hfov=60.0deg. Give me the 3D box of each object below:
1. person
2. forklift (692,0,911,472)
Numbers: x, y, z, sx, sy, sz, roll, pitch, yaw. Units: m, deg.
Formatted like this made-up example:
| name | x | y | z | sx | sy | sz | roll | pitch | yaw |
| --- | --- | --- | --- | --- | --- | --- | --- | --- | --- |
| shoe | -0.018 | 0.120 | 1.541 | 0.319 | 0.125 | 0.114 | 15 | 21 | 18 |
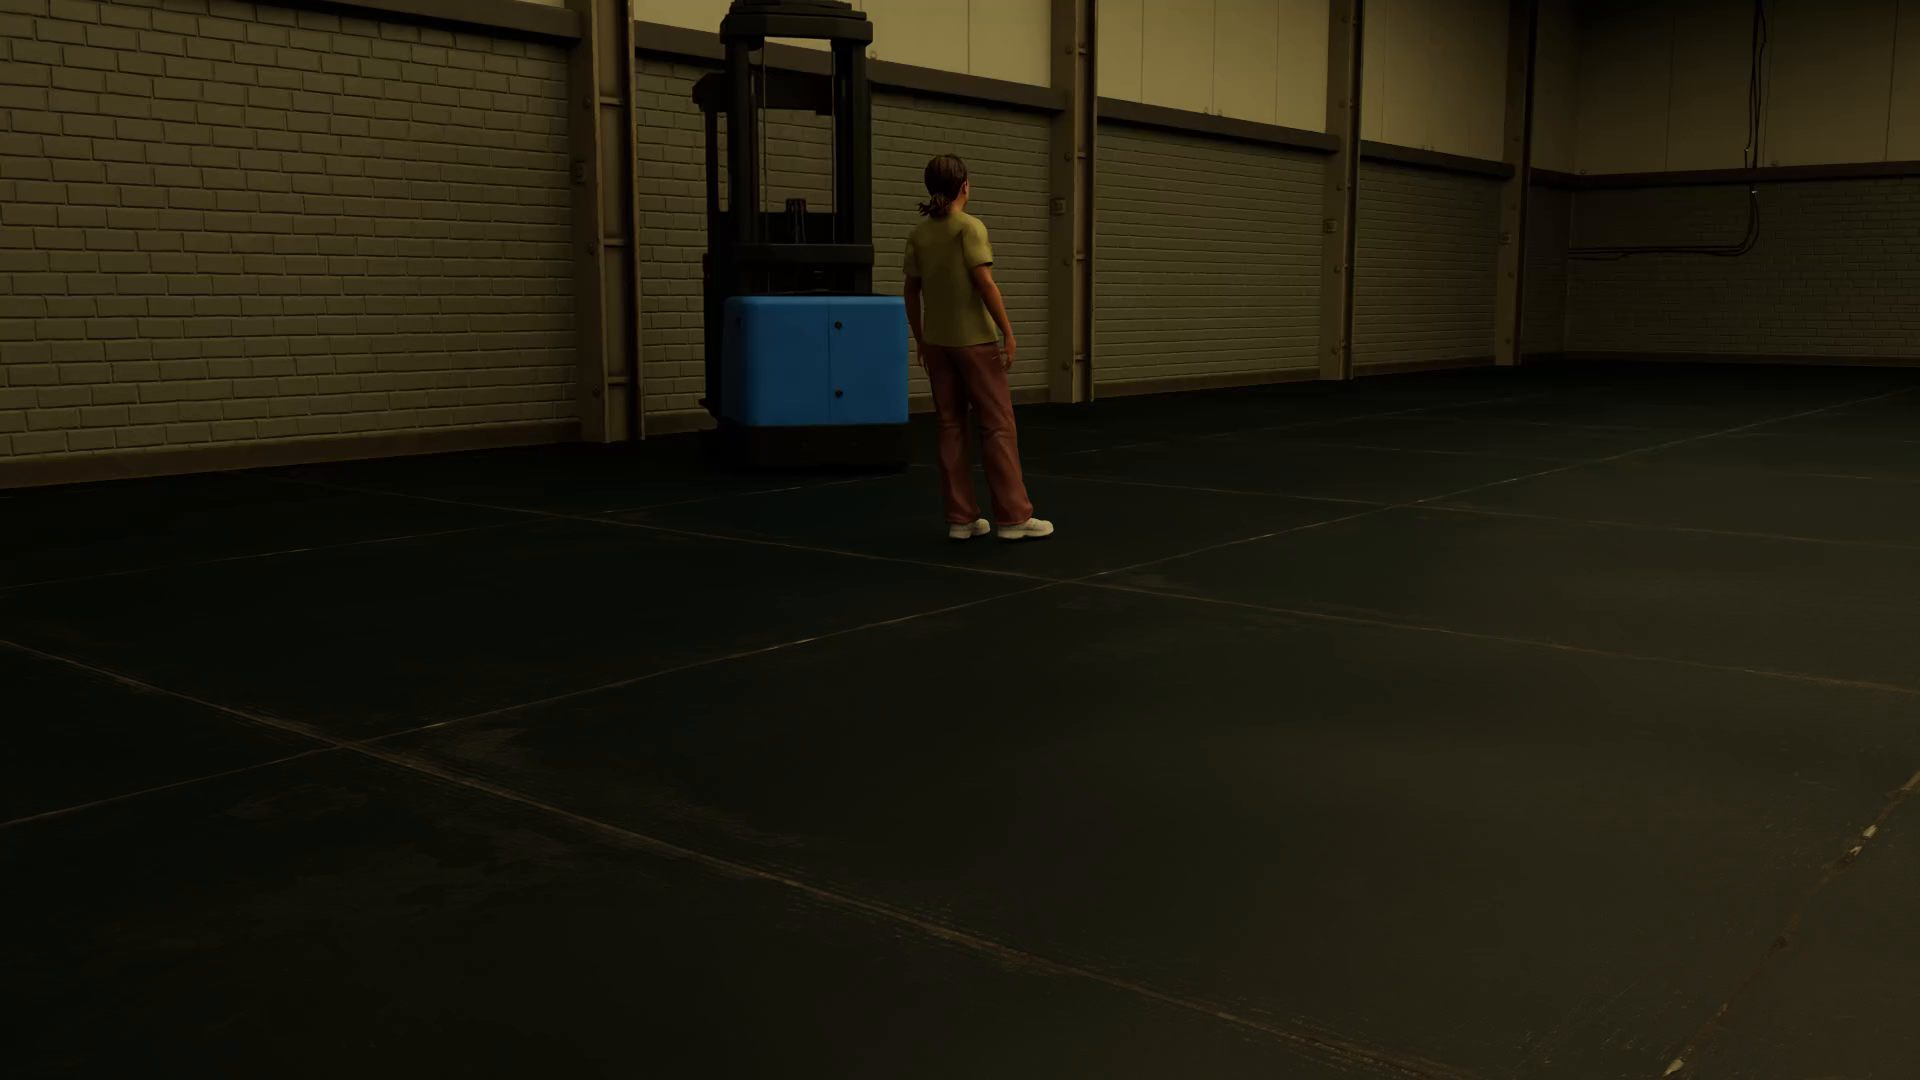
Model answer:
| name | x | y | z | sx | sy | sz | roll | pitch | yaw |
| --- | --- | --- | --- | --- | --- | --- | --- | --- | --- |
| person | 0.055 | -0.843 | 7.332 | 0.555 | 1.674 | 0.549 | 7 | 11 | 38 |
| forklift | -1.192 | -2.044 | 11.250 | 1.130 | 2.935 | 3.031 | -2 | 9 | -16 |
